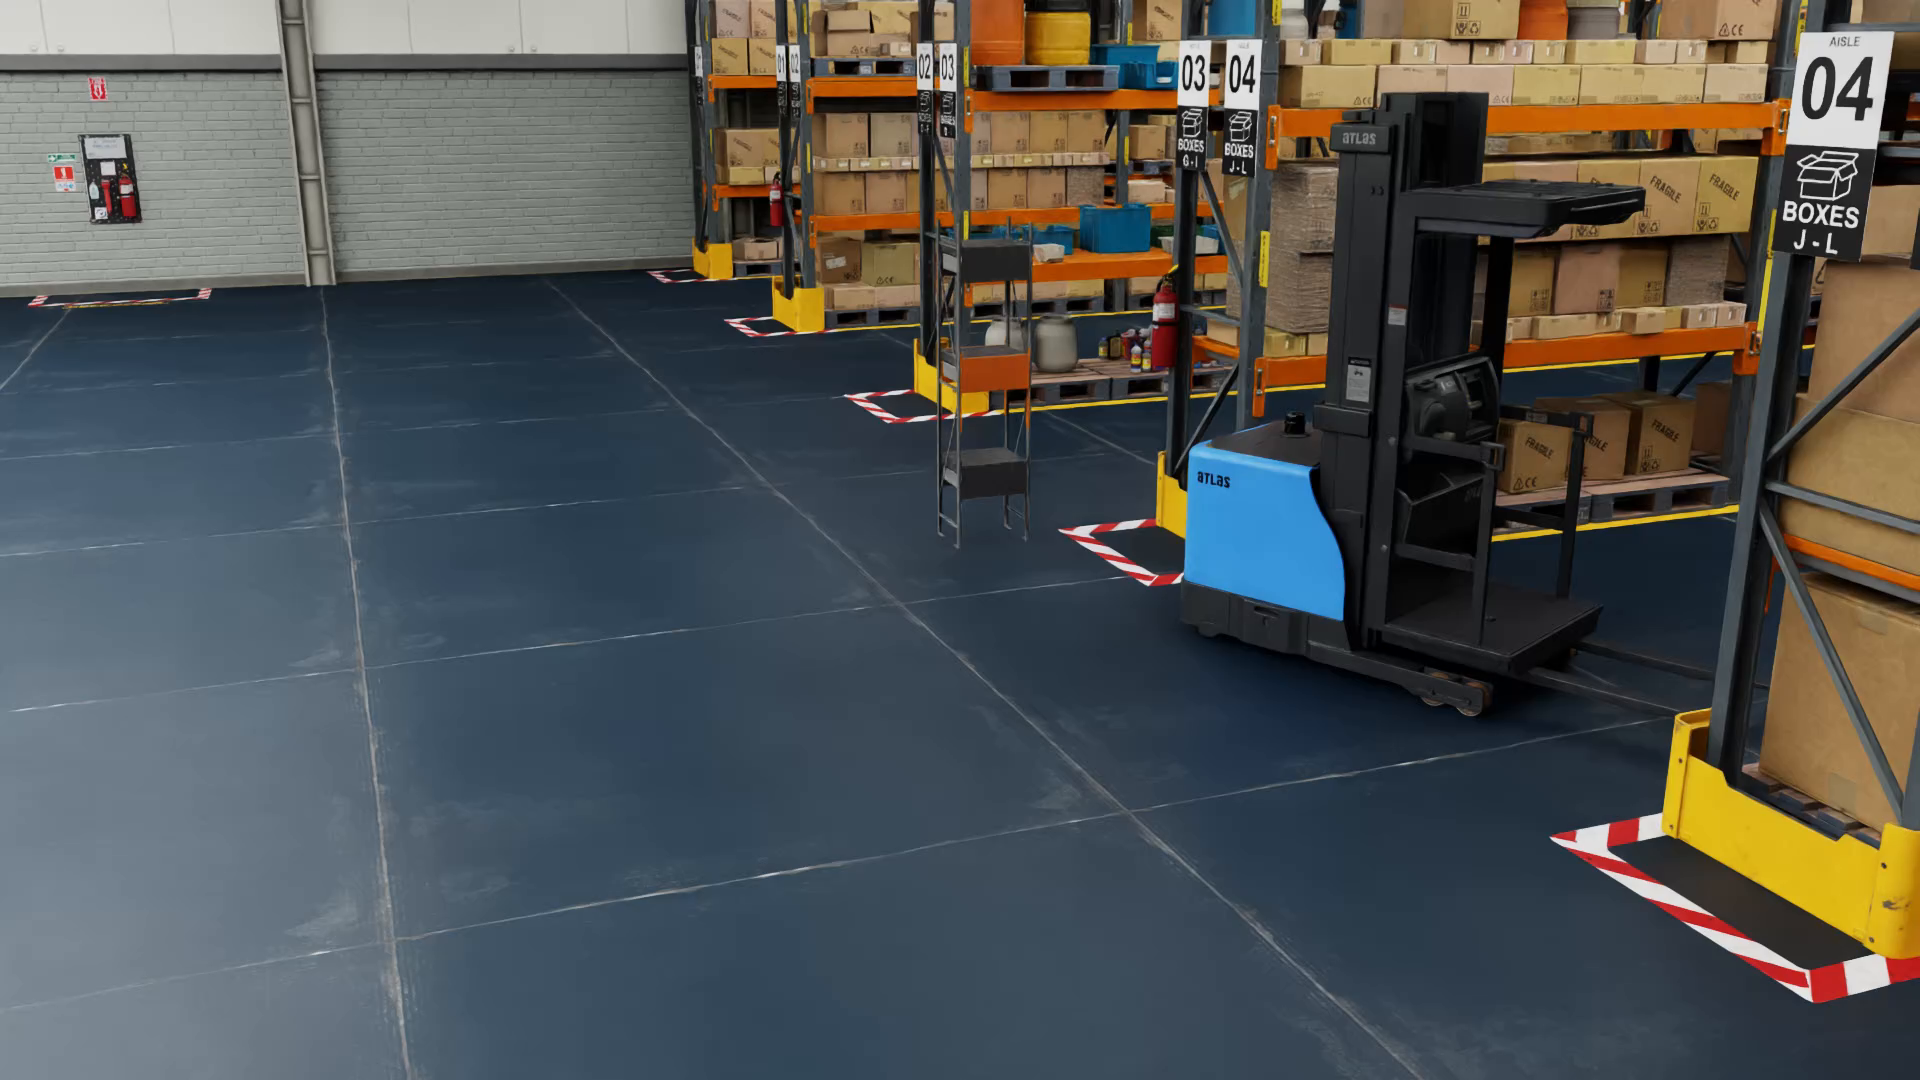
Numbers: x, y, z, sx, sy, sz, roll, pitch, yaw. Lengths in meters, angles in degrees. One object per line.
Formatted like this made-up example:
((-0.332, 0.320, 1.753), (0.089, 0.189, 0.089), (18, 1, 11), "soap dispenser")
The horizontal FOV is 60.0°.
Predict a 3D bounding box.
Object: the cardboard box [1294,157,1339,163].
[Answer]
((2.521, -2.259, 10.986), (0.500, 0.500, 0.500), (-6, 17, -20), "cardboard box")

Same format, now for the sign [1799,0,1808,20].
((3.130, -2.071, 6.072), (0.005, 0.325, 0.100), (-6, 17, -20), "sign")

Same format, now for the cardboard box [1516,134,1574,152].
((8.154, -5.407, 23.265), (0.500, 0.500, 0.700), (-3, 17, -11), "cardboard box")

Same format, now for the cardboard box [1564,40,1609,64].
((3.937, -3.135, 10.684), (0.250, 0.149, 0.380), (-5, 17, -17), "cardboard box")

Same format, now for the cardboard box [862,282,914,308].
((-0.864, -2.952, 19.961), (0.500, 0.250, 0.500), (-6, 17, -20), "cardboard box")

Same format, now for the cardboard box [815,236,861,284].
((-1.516, -3.397, 20.147), (0.500, 0.500, 0.500), (-6, 17, -20), "cardboard box")

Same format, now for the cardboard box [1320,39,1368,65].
((2.248, -2.942, 10.028), (0.250, 0.149, 0.380), (-6, 17, -19), "cardboard box")

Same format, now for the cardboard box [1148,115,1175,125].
((3.178, -6.624, 26.220), (0.250, 0.149, 0.380), (-9, 19, -29), "cardboard box")

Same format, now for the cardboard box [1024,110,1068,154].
((0.942, -4.999, 20.317), (0.500, 0.500, 0.700), (-6, 17, -20), "cardboard box")

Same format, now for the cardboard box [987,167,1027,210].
((0.453, -4.323, 20.319), (0.500, 0.500, 0.700), (-6, 17, -19), "cardboard box")

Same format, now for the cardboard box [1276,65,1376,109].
((2.173, -2.764, 10.129), (0.500, 0.250, 0.500), (-6, 17, -18), "cardboard box")

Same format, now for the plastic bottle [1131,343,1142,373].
((1.663, -1.722, 15.700), (0.097, 0.271, 0.097), (0, 16, 0), "plastic bottle")

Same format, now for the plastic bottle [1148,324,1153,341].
((1.945, -2.010, 16.539), (0.185, 0.351, 0.144), (-5, 17, -18), "plastic bottle")

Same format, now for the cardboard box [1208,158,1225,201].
((3.508, -4.651, 21.434), (0.500, 0.500, 0.500), (-6, 17, -20), "cardboard box")

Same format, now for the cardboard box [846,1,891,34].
((-1.314, -7.470, 23.902), (0.500, 0.500, 0.500), (-7, 18, -22), "cardboard box")

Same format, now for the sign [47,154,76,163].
((-11.812, -5.021, 21.868), (0.331, 0.109, 0.001), (-6, 17, -20), "sign")

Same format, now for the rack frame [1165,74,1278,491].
((1.631, -1.416, 10.596), (0.127, 3.000, 1.000), (-6, 17, -20), "rack frame")

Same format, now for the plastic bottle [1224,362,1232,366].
((2.615, -1.870, 16.062), (0.185, 0.351, 0.144), (-6, 17, -20), "plastic bottle")

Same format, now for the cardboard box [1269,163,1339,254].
((2.242, -2.070, 10.344), (0.500, 0.500, 0.500), (-6, 17, -20), "cardboard box")

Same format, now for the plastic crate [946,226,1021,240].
((0.219, -2.777, 15.495), (0.616, 0.251, 0.499), (-6, 17, -20), "plastic crate")

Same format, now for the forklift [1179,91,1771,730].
((2.652, -0.708, 8.306), (3.031, 2.935, 1.130), (15, 22, 41), "forklift")

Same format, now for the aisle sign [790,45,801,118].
((-1.862, -5.183, 18.810), (0.004, 0.787, 0.394), (-6, 17, -20), "aisle sign")

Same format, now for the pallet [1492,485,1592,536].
((3.611, -0.280, 11.678), (1.213, 0.211, 1.003), (-6, 17, -20), "pallet")

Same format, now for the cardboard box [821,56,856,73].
((-1.794, -6.948, 23.899), (0.500, 0.500, 0.500), (-5, 17, -17), "cardboard box")

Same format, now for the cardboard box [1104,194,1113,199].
((2.097, -5.323, 26.227), (0.500, 0.250, 0.500), (-6, 17, -20), "cardboard box")

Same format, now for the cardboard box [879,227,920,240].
((-0.906, -4.626, 25.182), (0.500, 0.500, 0.500), (-8, 18, -24), "cardboard box")

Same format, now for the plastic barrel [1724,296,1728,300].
((8.834, -2.738, 18.632), (0.708, 0.588, 0.600), (-6, 17, -20), "plastic barrel")

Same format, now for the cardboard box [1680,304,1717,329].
((5.034, -1.577, 11.591), (0.250, 0.149, 0.380), (-6, 17, -20), "cardboard box")

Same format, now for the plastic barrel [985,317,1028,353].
((0.446, -1.813, 15.620), (0.421, 0.512, 0.421), (0, 16, 0), "plastic barrel")

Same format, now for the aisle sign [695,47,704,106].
((-3.646, -6.487, 23.250), (0.004, 0.787, 0.394), (-6, 17, -20), "aisle sign")

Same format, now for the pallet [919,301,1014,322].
((-0.074, -2.895, 20.581), (1.213, 0.211, 1.003), (-6, 17, -20), "pallet")

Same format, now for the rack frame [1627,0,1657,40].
((7.329, -6.404, 16.935), (0.127, 3.000, 1.000), (-6, 17, -20), "rack frame")

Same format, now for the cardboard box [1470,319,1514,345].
((3.418, -1.387, 10.944), (0.250, 0.149, 0.380), (-6, 17, -20), "cardboard box")

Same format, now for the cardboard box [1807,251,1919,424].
((3.672, -0.718, 6.037), (0.550, 0.550, 0.875), (-6, 17, -20), "cardboard box")

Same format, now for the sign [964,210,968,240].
((0.052, -2.707, 14.501), (0.005, 0.325, 0.100), (-6, 17, -20), "sign")

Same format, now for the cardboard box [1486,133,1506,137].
((8.715, -6.802, 28.405), (0.700, 0.700, 0.980), (-7, 18, -21), "cardboard box")

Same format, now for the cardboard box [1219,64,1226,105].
((1.990, -2.899, 10.588), (0.500, 0.250, 0.500), (-6, 17, -19), "cardboard box")

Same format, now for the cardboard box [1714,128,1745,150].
((10.798, -5.838, 23.701), (0.500, 0.500, 0.500), (-7, 18, -22), "cardboard box")

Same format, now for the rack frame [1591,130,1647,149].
((9.295, -5.233, 23.593), (0.127, 3.000, 1.000), (-6, 17, -20), "rack frame")

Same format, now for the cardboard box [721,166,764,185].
((-3.117, -5.229, 23.812), (0.500, 0.250, 0.500), (-7, 18, -22), "cardboard box")

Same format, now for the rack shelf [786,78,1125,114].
((-0.043, -5.318, 19.839), (4.000, 0.370, 1.077), (-6, 17, -20), "rack shelf")

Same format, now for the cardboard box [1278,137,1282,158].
((4.822, -6.365, 26.707), (0.500, 0.500, 0.500), (-6, 17, -18), "cardboard box")

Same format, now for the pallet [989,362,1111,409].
((0.674, -1.482, 15.769), (1.213, 0.211, 1.003), (-6, 17, -20), "pallet")

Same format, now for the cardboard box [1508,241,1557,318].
((3.532, -1.823, 11.278), (0.500, 0.500, 0.875), (-6, 17, -20), "cardboard box")

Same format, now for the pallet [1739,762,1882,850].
((4.030, 1.136, 6.855), (1.213, 0.211, 1.003), (-6, 17, -20), "pallet")

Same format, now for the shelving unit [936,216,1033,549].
((0.155, -1.024, 10.859), (0.503, 2.100, 0.431), (-6, 17, -20), "shelving unit")

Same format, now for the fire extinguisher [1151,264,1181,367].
((1.359, -1.489, 10.981), (0.183, 0.674, 0.296), (-6, 17, -20), "fire extinguisher")

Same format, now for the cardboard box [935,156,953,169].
((-0.265, -4.495, 19.753), (0.250, 0.149, 0.380), (-6, 18, -21), "cardboard box")

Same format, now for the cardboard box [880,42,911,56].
((-0.748, -5.682, 19.253), (0.250, 0.149, 0.380), (-6, 17, -20), "cardboard box")

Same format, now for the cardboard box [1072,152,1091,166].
((1.416, -4.677, 20.373), (0.250, 0.149, 0.380), (-7, 18, -21), "cardboard box")

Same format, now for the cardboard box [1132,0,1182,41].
((2.415, -6.406, 20.457), (0.500, 0.500, 0.500), (-6, 17, -19), "cardboard box")

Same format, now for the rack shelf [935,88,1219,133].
((1.726, -4.015, 15.399), (4.000, 0.370, 1.077), (-6, 17, -20), "rack shelf")

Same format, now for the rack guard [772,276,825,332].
((-1.933, -2.821, 19.817), (0.348, 0.500, 1.175), (-6, 17, -20), "rack guard")
